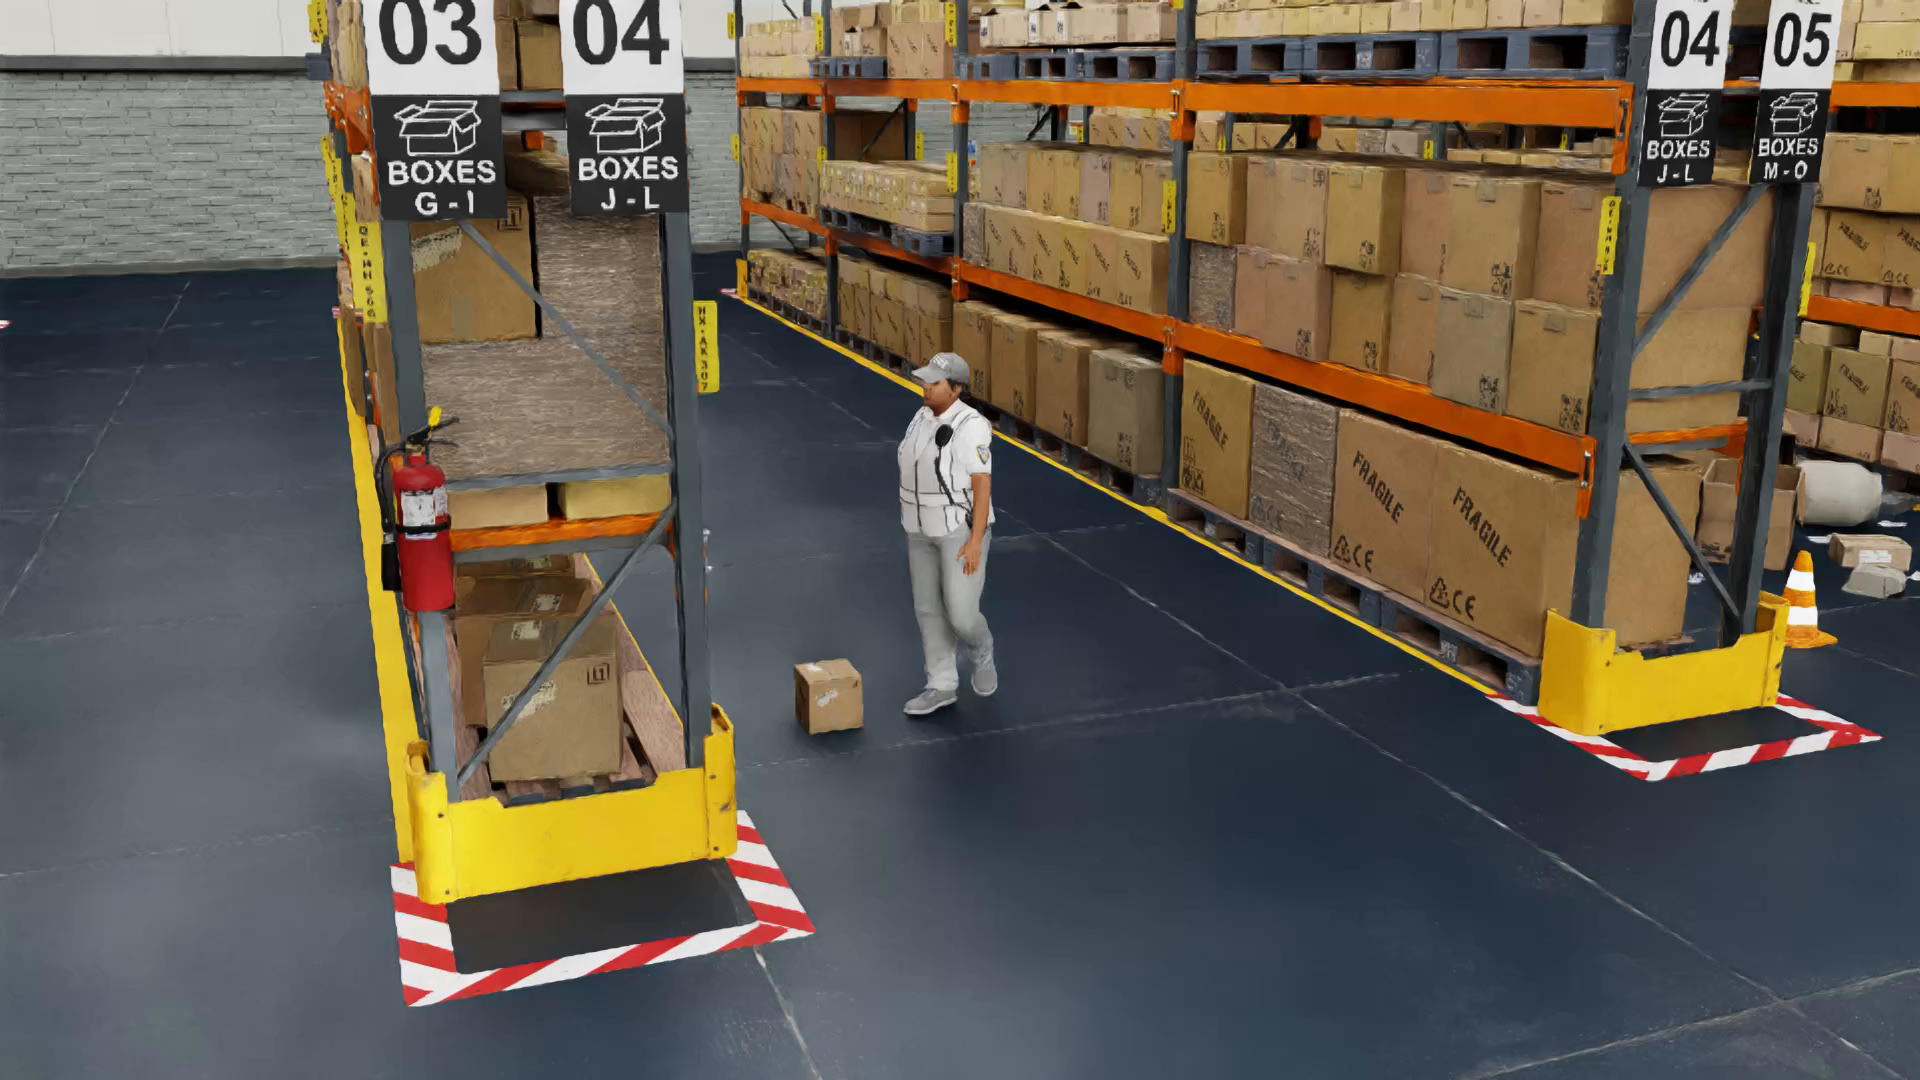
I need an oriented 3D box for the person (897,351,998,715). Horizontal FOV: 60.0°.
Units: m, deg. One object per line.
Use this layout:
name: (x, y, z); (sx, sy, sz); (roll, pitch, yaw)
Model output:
person: (-0.045, -0.033, 7.597); (0.517, 1.662, 0.524); (13, 21, 39)
